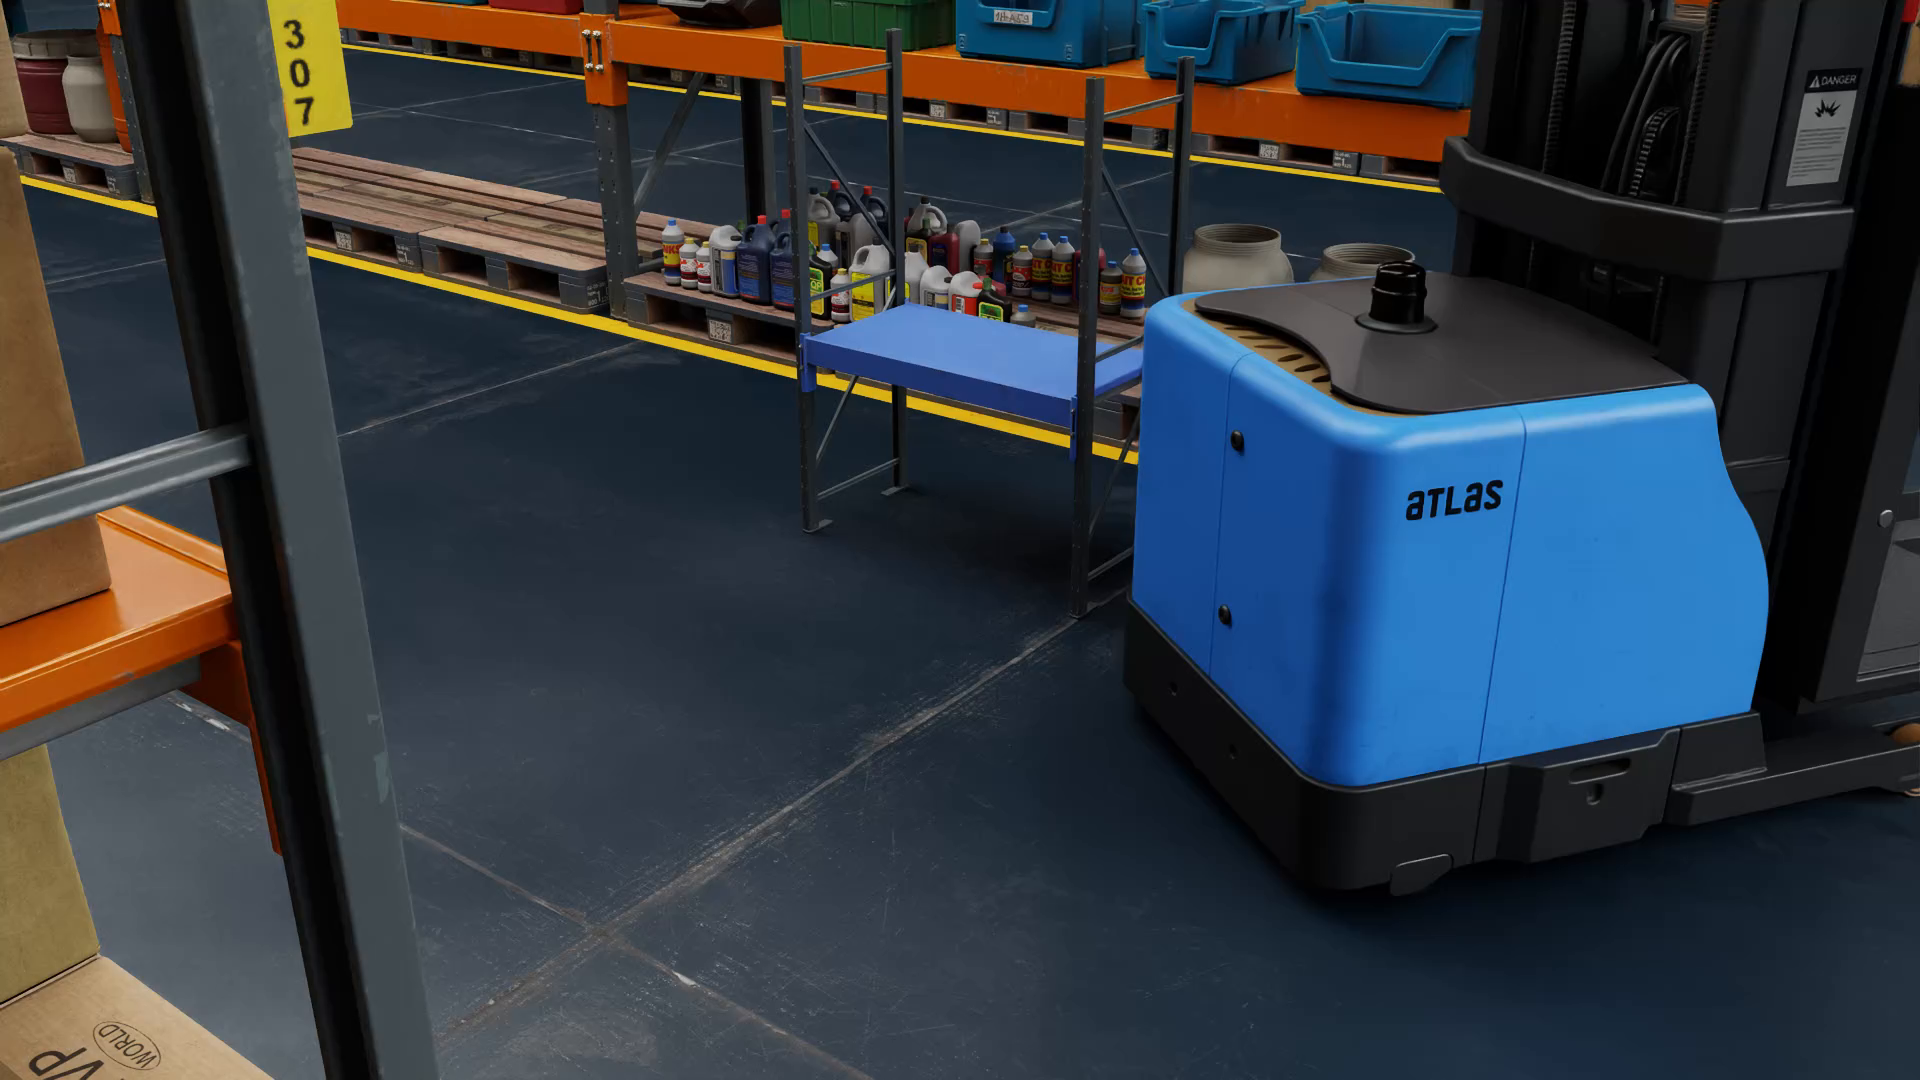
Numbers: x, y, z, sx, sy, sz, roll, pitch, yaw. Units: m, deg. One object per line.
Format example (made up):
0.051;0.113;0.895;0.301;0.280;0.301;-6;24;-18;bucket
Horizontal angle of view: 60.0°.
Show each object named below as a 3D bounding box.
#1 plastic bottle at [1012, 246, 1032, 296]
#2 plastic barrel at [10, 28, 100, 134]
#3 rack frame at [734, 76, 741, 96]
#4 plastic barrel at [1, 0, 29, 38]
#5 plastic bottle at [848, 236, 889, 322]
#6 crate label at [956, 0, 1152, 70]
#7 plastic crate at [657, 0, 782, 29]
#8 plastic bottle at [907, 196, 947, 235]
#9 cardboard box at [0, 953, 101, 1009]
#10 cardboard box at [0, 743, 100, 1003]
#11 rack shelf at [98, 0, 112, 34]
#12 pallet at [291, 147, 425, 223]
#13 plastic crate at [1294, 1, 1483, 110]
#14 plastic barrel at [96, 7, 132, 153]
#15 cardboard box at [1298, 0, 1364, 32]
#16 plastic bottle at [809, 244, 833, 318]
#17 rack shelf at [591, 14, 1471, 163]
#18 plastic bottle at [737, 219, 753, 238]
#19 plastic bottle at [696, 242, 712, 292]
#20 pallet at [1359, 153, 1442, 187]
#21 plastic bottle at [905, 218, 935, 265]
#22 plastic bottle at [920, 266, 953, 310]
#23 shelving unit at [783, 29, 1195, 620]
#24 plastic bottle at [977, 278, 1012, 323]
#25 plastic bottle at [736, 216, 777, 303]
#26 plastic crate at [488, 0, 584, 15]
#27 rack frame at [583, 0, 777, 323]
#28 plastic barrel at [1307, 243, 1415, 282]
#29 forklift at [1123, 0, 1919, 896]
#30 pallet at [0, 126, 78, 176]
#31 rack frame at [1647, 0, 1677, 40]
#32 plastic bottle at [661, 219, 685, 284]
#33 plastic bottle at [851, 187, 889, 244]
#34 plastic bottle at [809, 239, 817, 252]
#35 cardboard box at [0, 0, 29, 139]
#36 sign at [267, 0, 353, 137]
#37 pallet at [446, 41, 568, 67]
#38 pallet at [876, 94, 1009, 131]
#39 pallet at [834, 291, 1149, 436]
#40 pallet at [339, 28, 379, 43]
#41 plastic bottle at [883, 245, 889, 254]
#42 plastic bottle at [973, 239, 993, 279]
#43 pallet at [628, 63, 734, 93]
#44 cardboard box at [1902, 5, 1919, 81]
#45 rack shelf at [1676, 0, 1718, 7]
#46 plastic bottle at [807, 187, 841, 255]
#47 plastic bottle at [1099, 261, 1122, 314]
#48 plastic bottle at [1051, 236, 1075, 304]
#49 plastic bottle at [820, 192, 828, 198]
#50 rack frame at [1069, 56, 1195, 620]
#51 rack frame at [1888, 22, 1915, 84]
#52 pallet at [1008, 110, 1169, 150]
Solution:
0.270;-1.145;7.053;0.097;0.201;0.097;0;24;0;plastic bottle
-5.740;-2.963;10.725;0.708;0.588;0.600;17;29;33;plastic barrel
-1.464;-5.087;13.075;0.127;3.000;1.000;17;29;33;rack frame
-6.643;-3.380;11.282;0.708;0.901;0.600;17;29;33;plastic barrel
-0.345;-1.033;6.614;0.185;0.351;0.144;17;29;33;plastic bottle
0.332;-1.928;5.862;0.616;0.435;0.502;17;29;33;crate label
-0.891;-2.325;6.885;0.504;0.338;0.767;17;29;33;plastic crate
-0.133;-1.323;7.273;0.185;0.351;0.144;17;29;33;plastic bottle
-1.704;0.788;2.631;0.500;0.250;0.500;17;29;33;cardboard box
-1.703;0.444;2.481;0.500;0.500;0.500;17;29;33;cardboard box
-6.035;-3.643;10.691;4.000;0.370;1.077;17;29;33;rack shelf
-3.838;-2.013;9.557;1.213;0.211;1.003;17;29;33;pallet
1.387;-1.511;5.143;0.616;0.251;0.499;17;29;33;plastic crate
-4.836;-2.801;10.057;0.708;0.830;0.600;17;29;33;plastic barrel
3.472;-5.214;15.632;0.750;0.750;1.050;17;29;33;cardboard box
-0.578;-1.052;6.740;0.133;0.283;0.061;18;30;36;plastic bottle
0.367;-1.709;6.300;4.000;0.370;1.077;17;29;33;rack shelf
-0.903;-1.226;7.137;0.133;0.283;0.061;17;29;33;plastic bottle
-1.079;-1.175;7.121;0.097;0.201;0.097;0;24;0;plastic bottle
3.276;-2.398;10.430;1.213;0.211;1.003;17;29;33;pallet
-0.174;-1.253;7.197;0.133;0.283;0.061;17;29;33;plastic bottle
-0.062;-0.915;6.439;0.135;0.276;0.152;16;28;32;plastic bottle
0.068;-0.666;4.901;1.048;1.500;0.538;17;29;33;shelving unit
0.130;-0.838;6.254;0.133;0.283;0.061;18;29;35;plastic bottle
-0.836;-1.182;6.951;0.185;0.351;0.144;18;29;35;plastic bottle
-1.804;-2.569;7.281;0.583;0.464;0.402;17;29;33;plastic crate
-1.233;-2.522;7.253;0.127;3.000;1.000;17;29;33;rack frame
1.395;-0.742;5.780;0.421;0.512;0.421;0;24;0;plastic barrel
1.991;-0.935;3.738;3.031;2.935;1.130;-8;25;-17;forklift
-6.062;-2.685;11.082;1.213;0.211;1.003;17;29;33;pallet
1.967;-1.554;5.057;0.127;3.000;1.000;17;29;33;rack frame
-1.241;-1.256;7.218;0.097;0.271;0.097;0;24;0;plastic bottle
-0.392;-1.401;7.450;0.185;0.351;0.144;15;28;31;plastic bottle
-0.648;-1.149;6.976;0.097;0.271;0.097;0;24;0;plastic bottle
-1.191;-0.464;1.654;0.250;0.149;0.380;17;29;33;cardboard box
-0.669;-0.567;1.645;0.005;0.325;0.100;17;29;33;sign
-4.002;-4.616;15.464;1.213;0.211;1.003;17;29;33;pallet
0.133;-3.326;12.537;1.213;0.211;1.003;17;29;33;pallet
0.259;-0.775;6.747;1.213;0.211;1.003;17;29;33;pallet
-6.206;-5.282;16.976;1.213;0.211;1.003;17;29;33;pallet
-0.276;-1.053;6.752;0.135;0.276;0.152;17;29;33;plastic bottle
0.105;-1.195;7.166;0.097;0.201;0.097;0;24;0;plastic bottle
-2.049;-4.026;14.125;1.213;0.211;1.003;17;29;33;pallet
7.411;-4.091;12.928;0.875;0.875;0.875;17;29;34;cardboard box
3.337;-3.307;9.927;4.000;0.370;1.077;17;29;33;rack shelf
-0.632;-1.401;7.450;0.185;0.351;0.144;17;29;33;plastic bottle
0.621;-1.039;6.813;0.097;0.201;0.097;0;24;0;plastic bottle
0.429;-1.129;6.930;0.097;0.271;0.097;0;24;0;plastic bottle
-0.651;-1.470;7.689;0.133;0.283;0.061;19;30;36;plastic bottle
0.475;-0.543;4.622;0.032;1.500;0.500;17;29;33;rack frame
4.938;-3.152;8.684;0.127;3.000;1.000;17;29;33;rack frame
1.113;-3.031;11.868;1.213;0.211;1.003;17;29;33;pallet
